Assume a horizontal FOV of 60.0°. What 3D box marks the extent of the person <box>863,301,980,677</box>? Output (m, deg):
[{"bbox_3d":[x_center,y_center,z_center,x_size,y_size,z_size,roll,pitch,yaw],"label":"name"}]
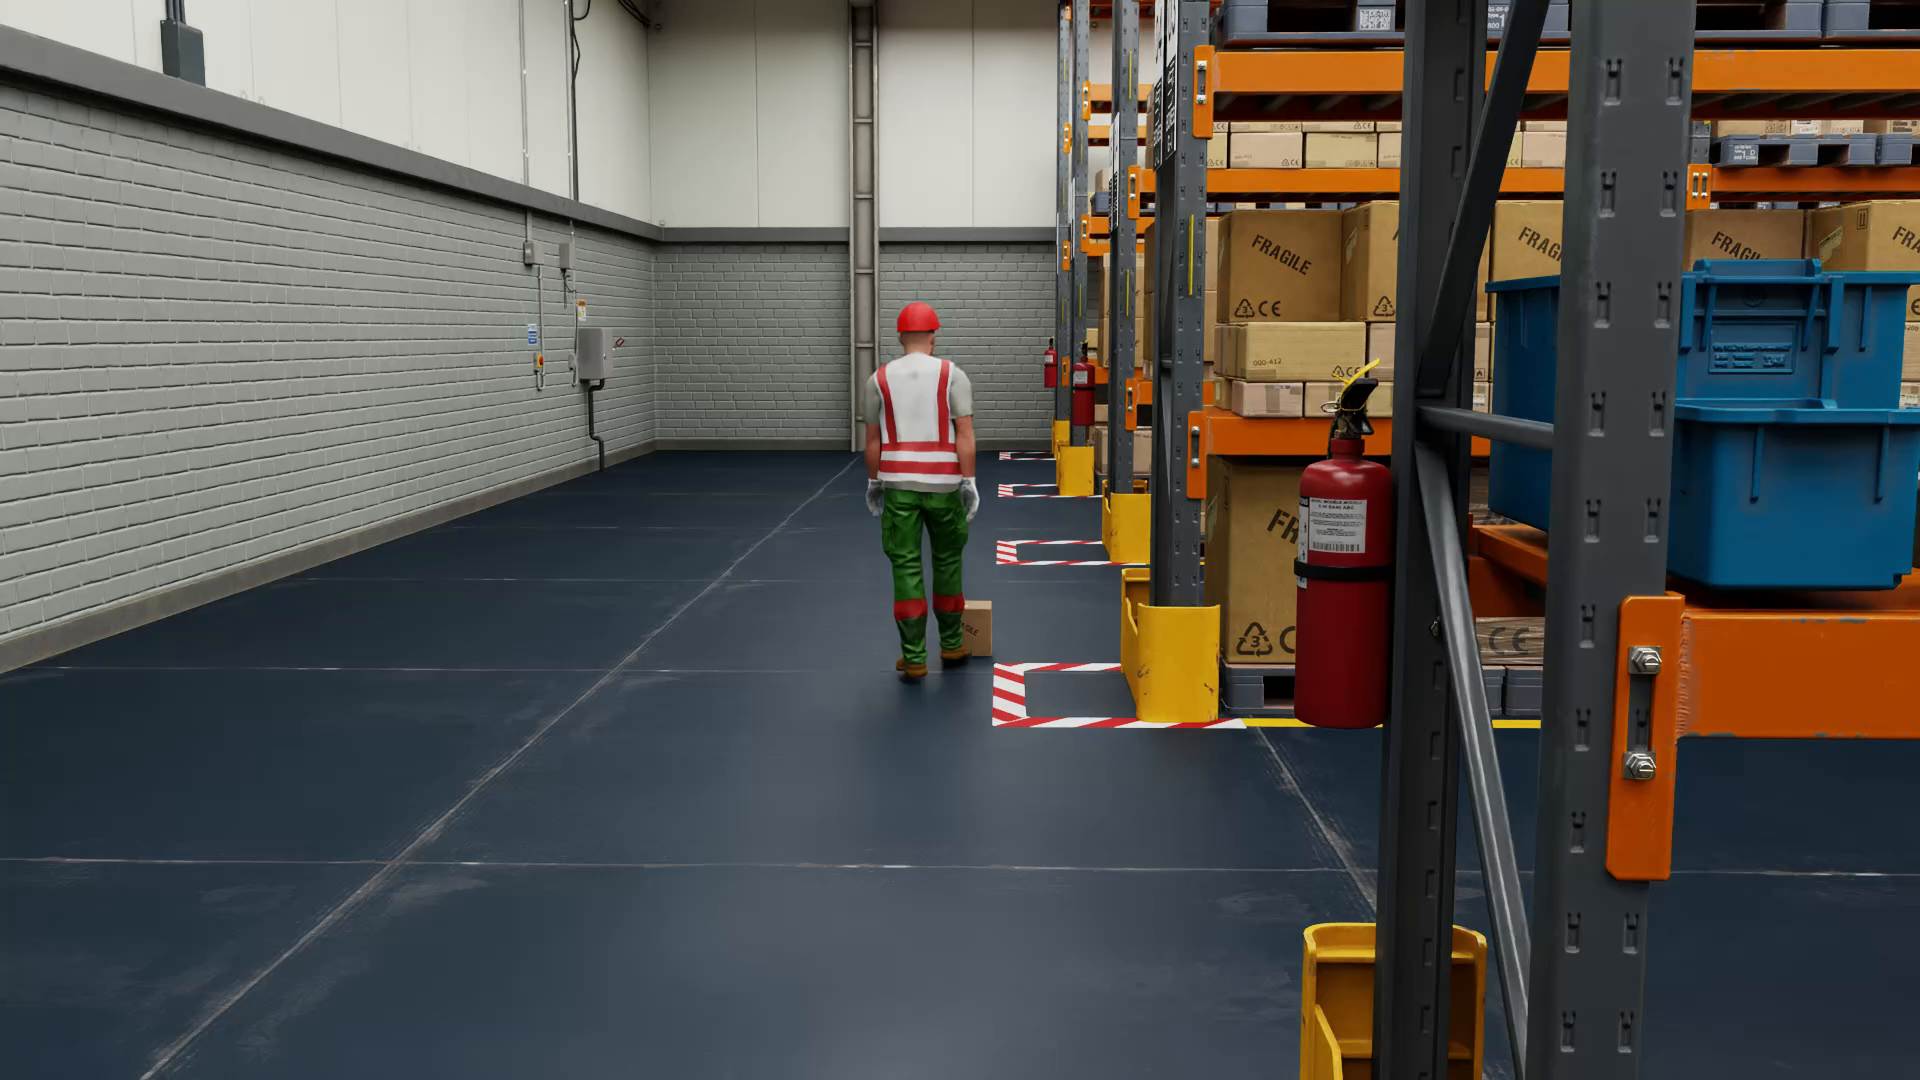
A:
[{"bbox_3d":[-0.192,-0.264,8.107,0.557,1.778,0.675,0,7,-2],"label":"person"}]
